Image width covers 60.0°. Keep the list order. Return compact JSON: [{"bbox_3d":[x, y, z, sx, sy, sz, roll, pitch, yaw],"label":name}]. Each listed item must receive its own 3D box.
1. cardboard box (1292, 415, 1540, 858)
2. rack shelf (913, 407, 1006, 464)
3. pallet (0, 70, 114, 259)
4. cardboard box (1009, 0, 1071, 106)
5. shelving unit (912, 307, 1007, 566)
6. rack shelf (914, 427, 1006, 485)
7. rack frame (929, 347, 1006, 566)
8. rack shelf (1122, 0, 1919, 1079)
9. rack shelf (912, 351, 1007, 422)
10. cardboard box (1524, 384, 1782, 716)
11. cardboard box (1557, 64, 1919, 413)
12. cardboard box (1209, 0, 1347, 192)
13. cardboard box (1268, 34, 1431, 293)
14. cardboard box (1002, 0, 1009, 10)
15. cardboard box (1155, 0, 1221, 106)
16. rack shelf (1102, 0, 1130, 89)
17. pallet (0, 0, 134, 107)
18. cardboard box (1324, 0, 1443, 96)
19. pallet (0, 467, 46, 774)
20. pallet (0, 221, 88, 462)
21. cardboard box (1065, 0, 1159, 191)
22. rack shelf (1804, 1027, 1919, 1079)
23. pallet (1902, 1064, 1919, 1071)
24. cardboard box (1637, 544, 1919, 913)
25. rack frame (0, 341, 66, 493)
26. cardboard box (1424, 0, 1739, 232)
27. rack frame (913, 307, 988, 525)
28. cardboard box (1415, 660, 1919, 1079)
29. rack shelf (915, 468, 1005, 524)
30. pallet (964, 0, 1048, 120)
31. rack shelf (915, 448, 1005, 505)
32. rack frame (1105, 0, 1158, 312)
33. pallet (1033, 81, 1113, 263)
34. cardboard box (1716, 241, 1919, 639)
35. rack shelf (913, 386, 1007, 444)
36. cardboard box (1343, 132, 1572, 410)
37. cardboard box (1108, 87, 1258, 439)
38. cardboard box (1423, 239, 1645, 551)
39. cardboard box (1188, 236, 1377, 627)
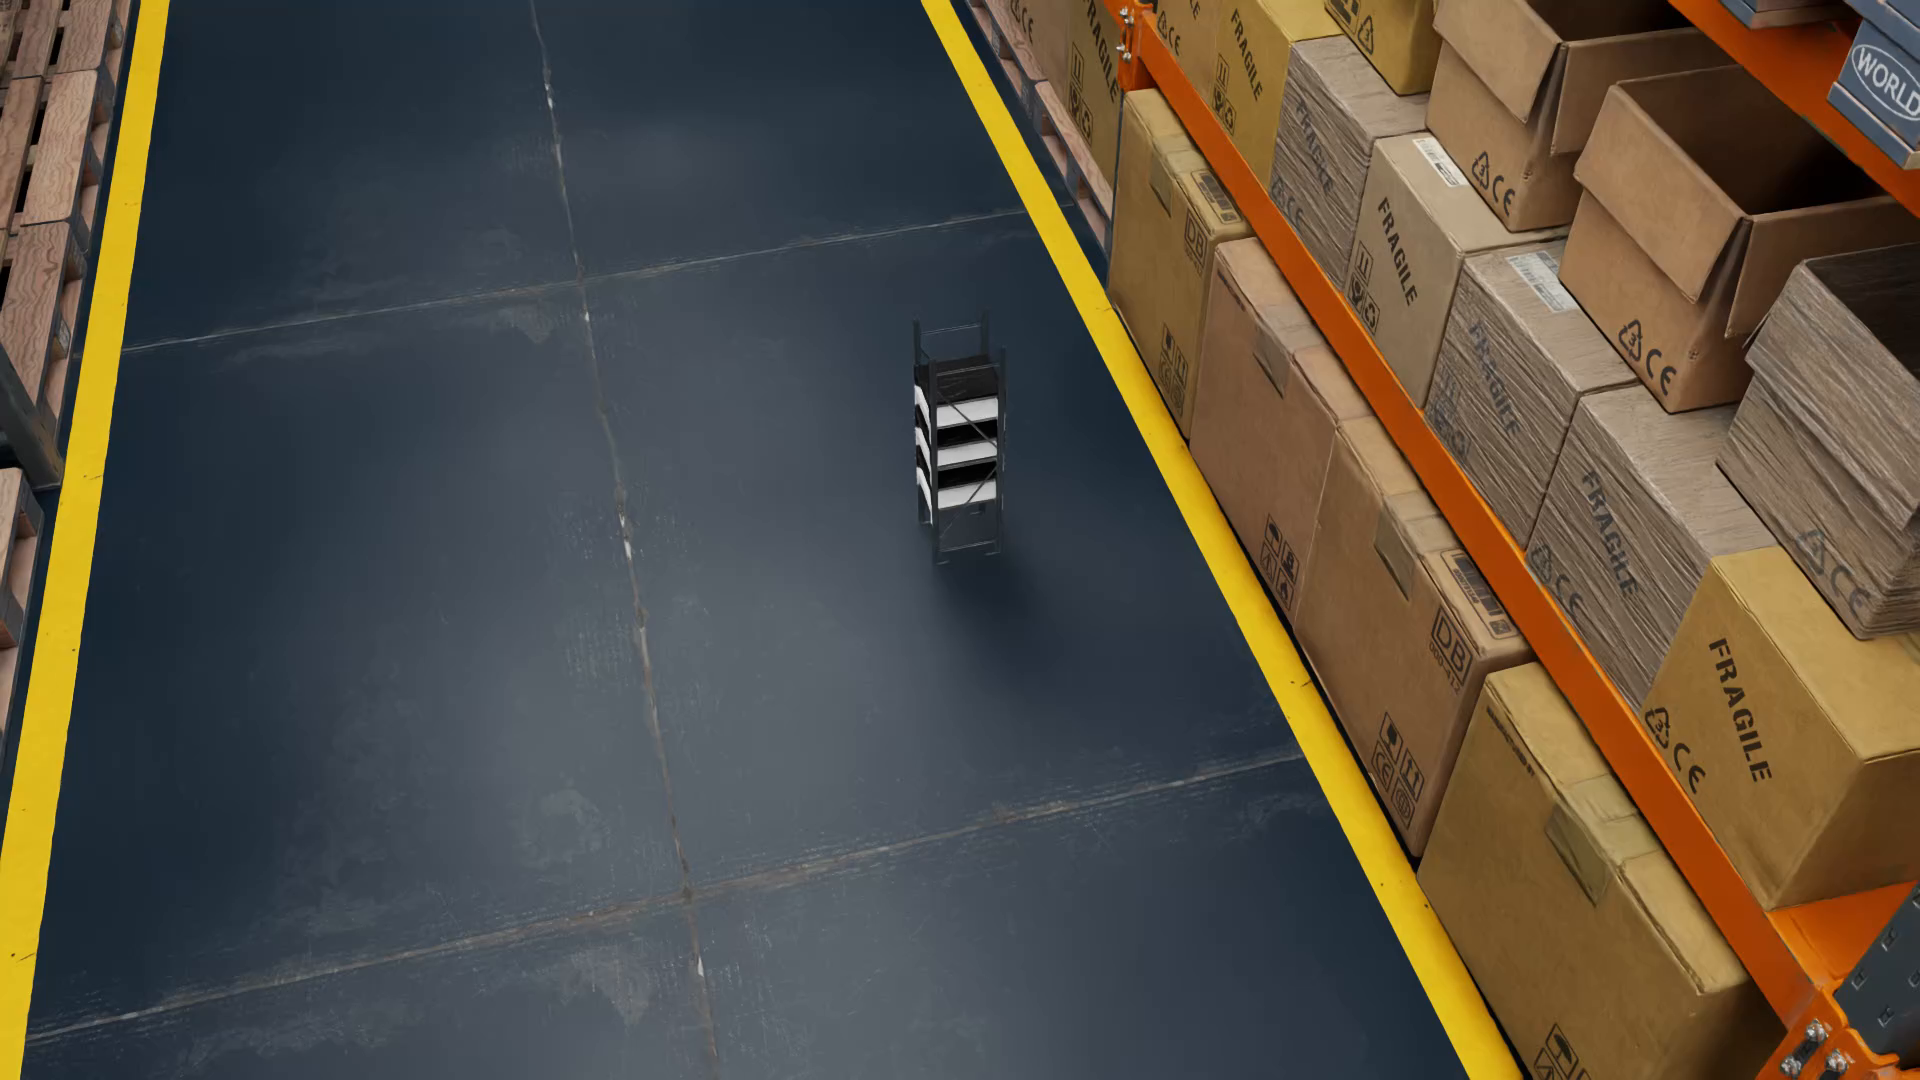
[{"bbox_3d":[1.732,0.167,4.680,1.225,0.875,0.875,-11,47,-10],"label":"cardboard box"},{"bbox_3d":[-0.002,-0.360,5.394,0.258,0.077,0.200,-11,47,-10],"label":"rack shelf"},{"bbox_3d":[-4.244,-1.557,7.128,1.003,0.211,1.213,-11,47,-10],"label":"pallet"},{"bbox_3d":[0.763,-2.589,7.381,0.875,0.875,0.875,-11,47,-10],"label":"cardboard box"},{"bbox_3d":[-0.002,-0.321,5.434,0.258,0.900,0.210,-11,47,-10],"label":"shelving unit"},{"bbox_3d":[-0.002,-0.297,5.458,0.258,0.077,0.200,-11,47,-10],"label":"rack shelf"},{"bbox_3d":[0.024,-0.250,5.365,0.240,0.900,0.006,-11,47,-10],"label":"rack frame"},{"bbox_3d":[1.597,-0.461,4.606,1.077,0.370,4.000,-11,47,-10],"label":"rack shelf"},{"bbox_3d":[-0.002,-0.486,5.265,0.258,0.077,0.200,-11,47,-10],"label":"rack shelf"},{"bbox_3d":[1.621,-0.008,3.588,0.500,0.500,0.500,-11,47,-11],"label":"cardboard box"},{"bbox_3d":[1.773,-0.677,3.541,0.797,0.503,0.637,-10,46,-9],"label":"cardboard box"},{"bbox_3d":[1.091,-1.419,4.970,0.500,0.500,0.500,-11,47,-10],"label":"cardboard box"},{"bbox_3d":[1.218,-1.073,4.632,0.500,0.500,0.500,-12,47,-11],"label":"cardboard box"},{"bbox_3d":[0.535,-3.204,7.983,0.875,0.875,0.875,-11,47,-10],"label":"cardboard box"},{"bbox_3d":[0.961,-1.766,5.310,0.500,0.500,0.500,-11,47,-10],"label":"cardboard box"},{"bbox_3d":[0.573,-3.223,7.312,1.077,0.370,4.000,-11,47,-10],"label":"rack shelf"},{"bbox_3d":[-4.553,-2.398,7.952,1.003,0.211,1.213,-11,47,-10],"label":"pallet"},{"bbox_3d":[1.421,-1.565,4.411,0.797,0.503,0.637,-10,46,-10],"label":"cardboard box"},{"bbox_3d":[-3.546,0.328,5.281,1.003,0.211,1.213,-11,47,-10],"label":"pallet"},{"bbox_3d":[-3.929,-0.713,6.301,1.003,0.211,1.213,-11,47,-10],"label":"pallet"},{"bbox_3d":[0.993,-1.968,6.772,0.875,0.875,0.875,-11,47,-10],"label":"cardboard box"},{"bbox_3d":[2.621,2.300,1.899,1.077,0.370,4.000,-11,47,-10],"label":"rack shelf"},{"bbox_3d":[1.980,1.085,4.538,1.003,0.211,1.213,-11,47,-10],"label":"pallet"},{"bbox_3d":[1.743,0.337,3.249,0.500,0.500,0.500,-9,46,-9],"label":"cardboard box"},{"bbox_3d":[-3.703,-1.188,4.815,1.000,3.000,0.127,-11,47,-10],"label":"rack frame"},{"bbox_3d":[1.595,-1.139,3.993,0.797,0.503,0.637,-9,46,-9],"label":"cardboard box"},{"bbox_3d":[-0.028,-0.391,5.503,0.240,0.900,0.006,-11,47,-10],"label":"rack frame"},{"bbox_3d":[1.953,0.784,4.075,1.225,0.875,0.875,-13,47,-12],"label":"cardboard box"},{"bbox_3d":[-0.002,-0.171,5.586,0.258,0.077,0.200,-11,47,-10],"label":"rack shelf"},{"bbox_3d":[0.650,-2.501,8.053,1.003,0.211,1.213,-11,47,-10],"label":"pallet"},{"bbox_3d":[-0.002,-0.234,5.522,0.258,0.077,0.200,-11,47,-10],"label":"rack shelf"},{"bbox_3d":[1.085,-2.094,5.702,1.000,3.000,0.127,-11,47,-10],"label":"rack frame"},{"bbox_3d":[0.966,-1.657,7.226,1.003,0.211,1.213,-11,47,-10],"label":"pallet"},{"bbox_3d":[1.938,-0.226,3.099,0.797,0.503,0.637,-9,46,-9],"label":"cardboard box"},{"bbox_3d":[-0.002,-0.423,5.329,0.258,0.077,0.200,-11,47,-10],"label":"rack shelf"},{"bbox_3d":[1.356,-0.717,4.283,0.500,0.500,0.500,-10,46,-10],"label":"cardboard box"},{"bbox_3d":[1.268,-1.059,5.881,1.225,0.875,0.875,-11,47,-10],"label":"cardboard box"},{"bbox_3d":[1.485,-0.366,3.939,0.500,0.500,0.500,-12,47,-12],"label":"cardboard box"},{"bbox_3d":[1.498,-0.442,5.277,1.225,0.875,0.875,-12,47,-12],"label":"cardboard box"}]
